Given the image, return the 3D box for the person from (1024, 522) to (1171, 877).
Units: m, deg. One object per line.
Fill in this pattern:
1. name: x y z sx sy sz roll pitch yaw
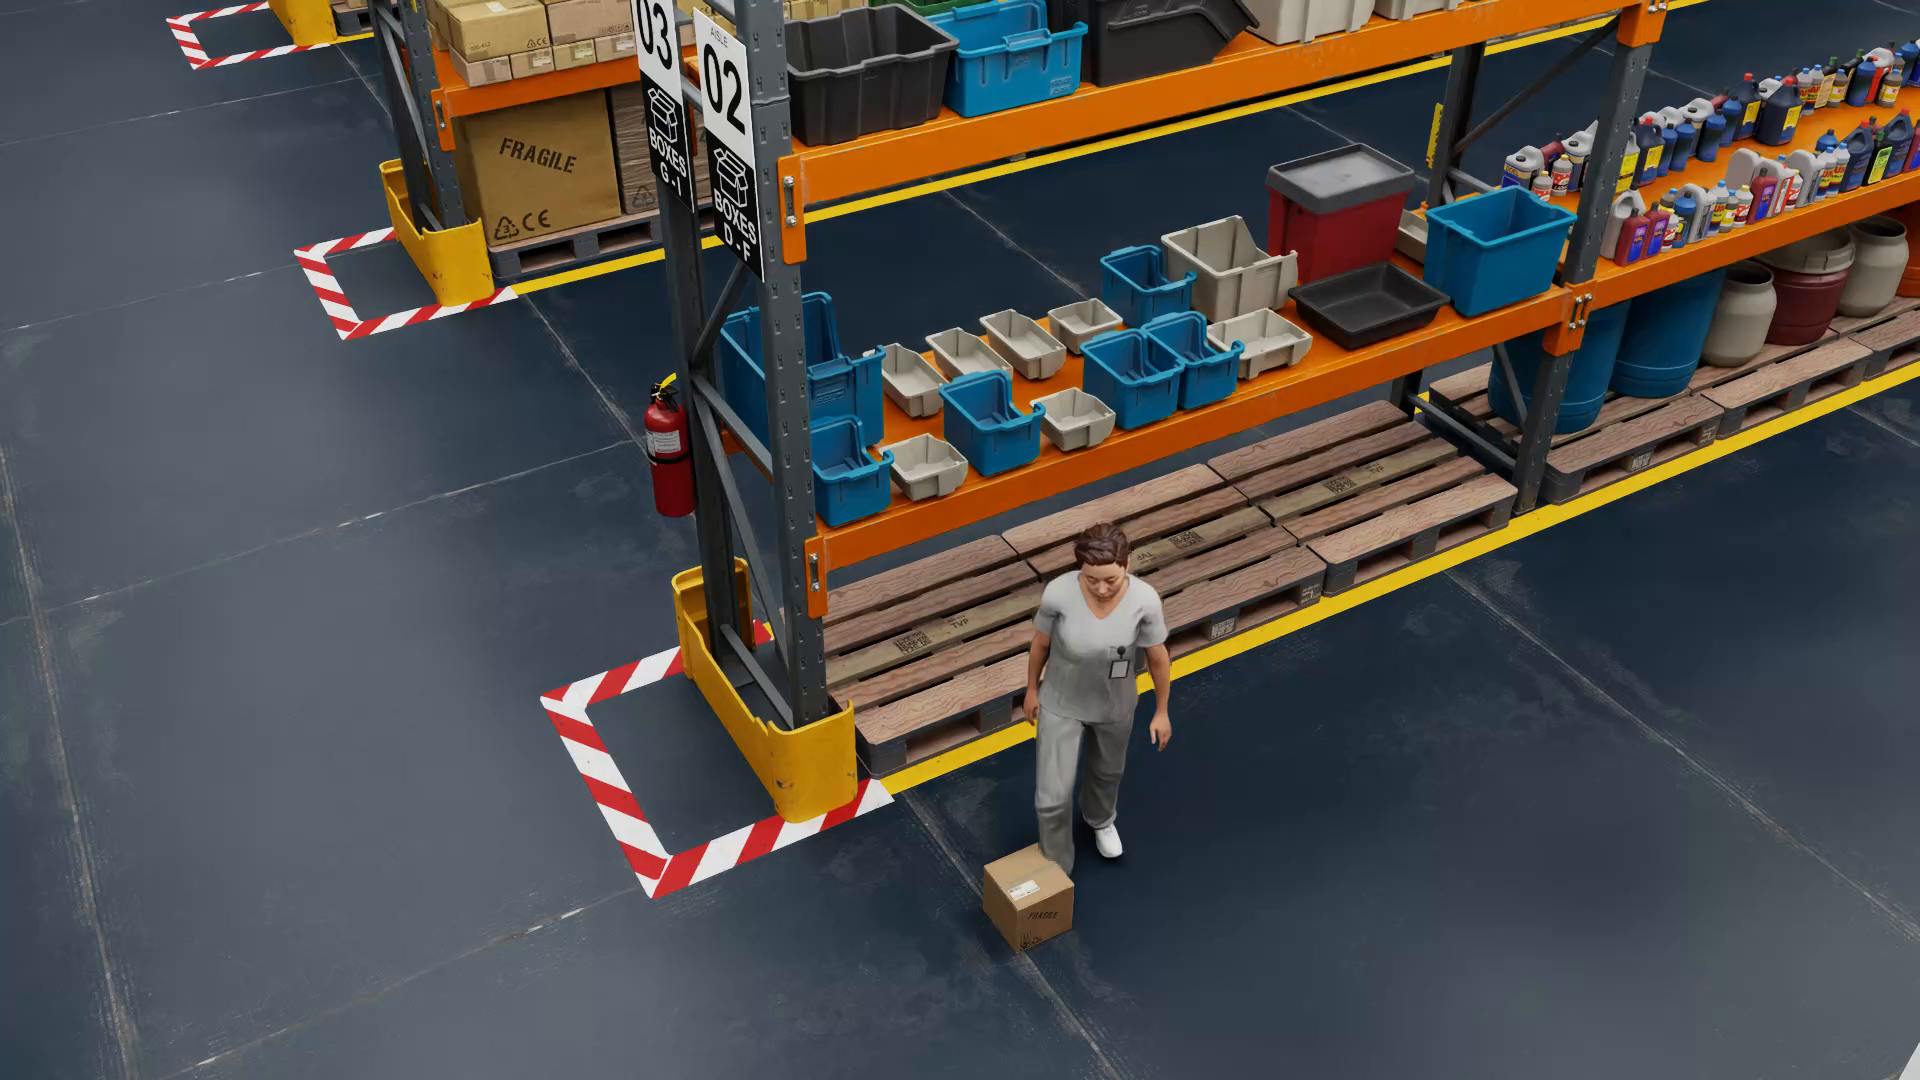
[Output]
1. person: 0.505 0.636 6.100 0.534 1.720 0.596 -1 37 -1
